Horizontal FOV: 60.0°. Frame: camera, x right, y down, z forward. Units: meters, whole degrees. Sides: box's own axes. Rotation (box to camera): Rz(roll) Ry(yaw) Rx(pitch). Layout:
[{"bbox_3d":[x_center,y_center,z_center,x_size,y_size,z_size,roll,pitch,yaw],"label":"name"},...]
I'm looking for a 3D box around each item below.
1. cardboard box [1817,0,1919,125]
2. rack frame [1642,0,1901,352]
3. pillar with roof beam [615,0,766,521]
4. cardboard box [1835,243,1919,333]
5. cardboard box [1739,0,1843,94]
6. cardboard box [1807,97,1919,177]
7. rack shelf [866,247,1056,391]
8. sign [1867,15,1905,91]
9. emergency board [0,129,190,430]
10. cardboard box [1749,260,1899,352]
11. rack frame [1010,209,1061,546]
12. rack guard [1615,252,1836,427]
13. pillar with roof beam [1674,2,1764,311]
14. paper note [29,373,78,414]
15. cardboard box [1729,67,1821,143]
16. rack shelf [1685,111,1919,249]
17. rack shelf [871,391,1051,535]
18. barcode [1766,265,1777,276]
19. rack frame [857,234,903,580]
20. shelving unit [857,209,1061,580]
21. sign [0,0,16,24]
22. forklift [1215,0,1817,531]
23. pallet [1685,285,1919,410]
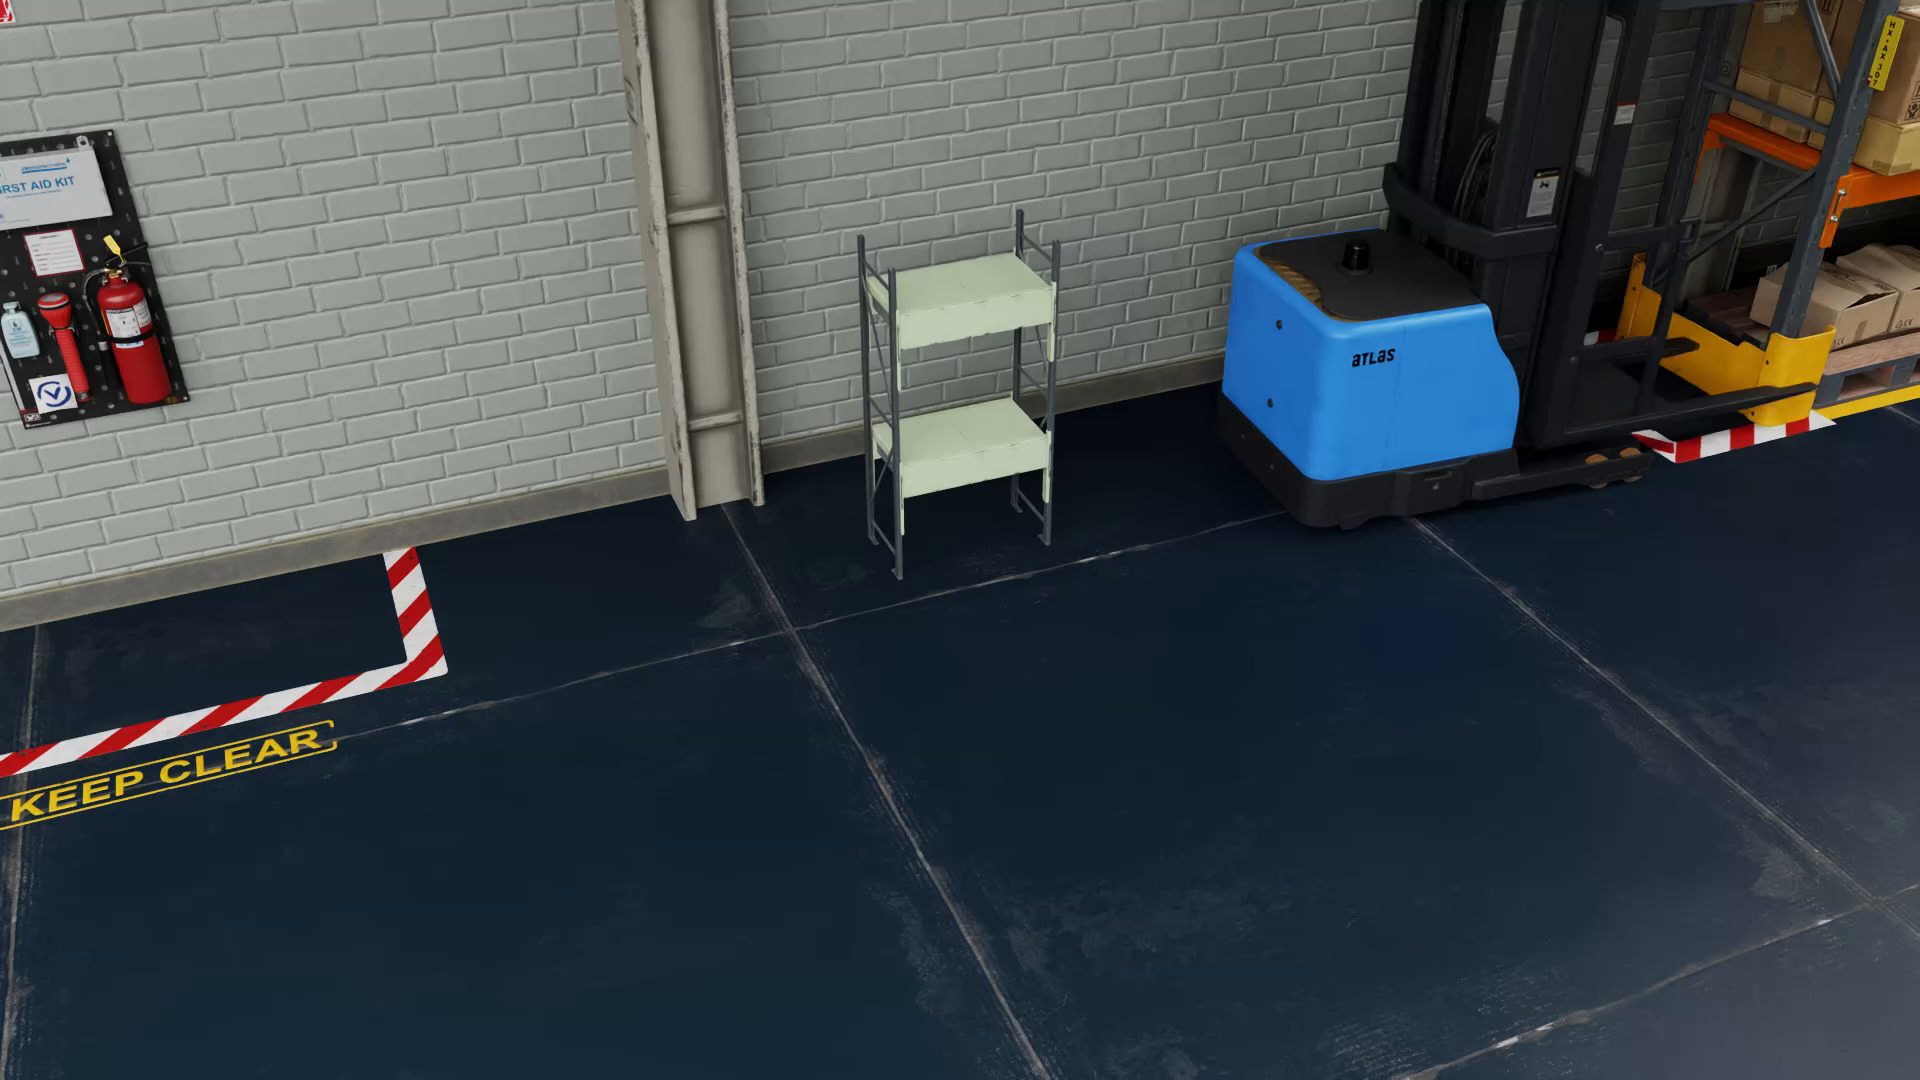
[{"bbox_3d":[4.600,-2.359,8.057,0.500,0.500,0.500,-13,35,-19],"label":"cardboard box"},{"bbox_3d":[4.043,-2.150,8.304,0.127,3.000,1.000,-13,35,-19],"label":"rack frame"},{"bbox_3d":[0.488,-1.816,2.289,0.400,9.000,9.100,-13,35,-19],"label":"pillar with roof beam"},{"bbox_3d":[5.242,-1.429,9.257,0.500,0.311,0.500,-10,34,-15],"label":"cardboard box"},{"bbox_3d":[4.396,-2.616,8.452,0.500,0.500,0.500,-13,35,-19],"label":"cardboard box"},{"bbox_3d":[4.616,-2.039,8.252,0.500,0.250,0.500,-14,36,-20],"label":"cardboard box"},{"bbox_3d":[-0.006,-0.954,7.126,0.720,0.370,0.431,-13,35,-19],"label":"rack shelf"},{"bbox_3d":[4.253,-2.240,7.648,0.005,0.325,0.100,-13,35,-19],"label":"sign"},{"bbox_3d":[-3.472,-0.963,6.480,0.643,1.169,0.194,-13,35,-19],"label":"emergency board"},{"bbox_3d":[4.716,-1.308,9.072,0.500,0.311,0.500,-17,37,-24],"label":"cardboard box"},{"bbox_3d":[0.331,-0.704,7.458,0.023,1.500,0.400,-13,35,-19],"label":"rack frame"},{"bbox_3d":[4.113,-1.118,9.010,0.348,0.500,1.175,-13,35,-19],"label":"rack guard"},{"bbox_3d":[6.020,-3.082,4.236,0.400,9.000,9.100,-13,35,-19],"label":"pillar with roof beam"},{"bbox_3d":[-3.662,-0.591,6.716,0.142,0.148,0.016,-13,35,-19],"label":"paper note"},{"bbox_3d":[4.399,-2.292,8.641,0.500,0.250,0.500,-12,35,-18],"label":"cardboard box"},{"bbox_3d":[5.887,-2.271,9.149,4.000,0.370,1.077,-13,35,-19],"label":"rack shelf"},{"bbox_3d":[-0.006,-0.354,7.517,0.720,0.370,0.431,-13,35,-19],"label":"rack shelf"},{"bbox_3d":[4.578,-1.517,9.385,0.075,0.075,0.001,-13,35,-19],"label":"barcode"},{"bbox_3d":[-0.344,-0.550,7.220,0.023,1.500,0.400,-13,35,-19],"label":"rack frame"},{"bbox_3d":[-0.006,-0.627,7.339,0.755,1.500,0.431,-13,35,-19],"label":"shelving unit"},{"bbox_3d":[-3.518,-1.983,5.922,0.199,0.298,0.001,-13,35,-19],"label":"sign"},{"bbox_3d":[2.872,-1.743,7.741,3.031,2.935,1.130,-10,34,-15],"label":"forklift"},{"bbox_3d":[4.876,-1.151,9.325,1.213,0.211,1.003,-13,35,-19],"label":"pallet"}]
